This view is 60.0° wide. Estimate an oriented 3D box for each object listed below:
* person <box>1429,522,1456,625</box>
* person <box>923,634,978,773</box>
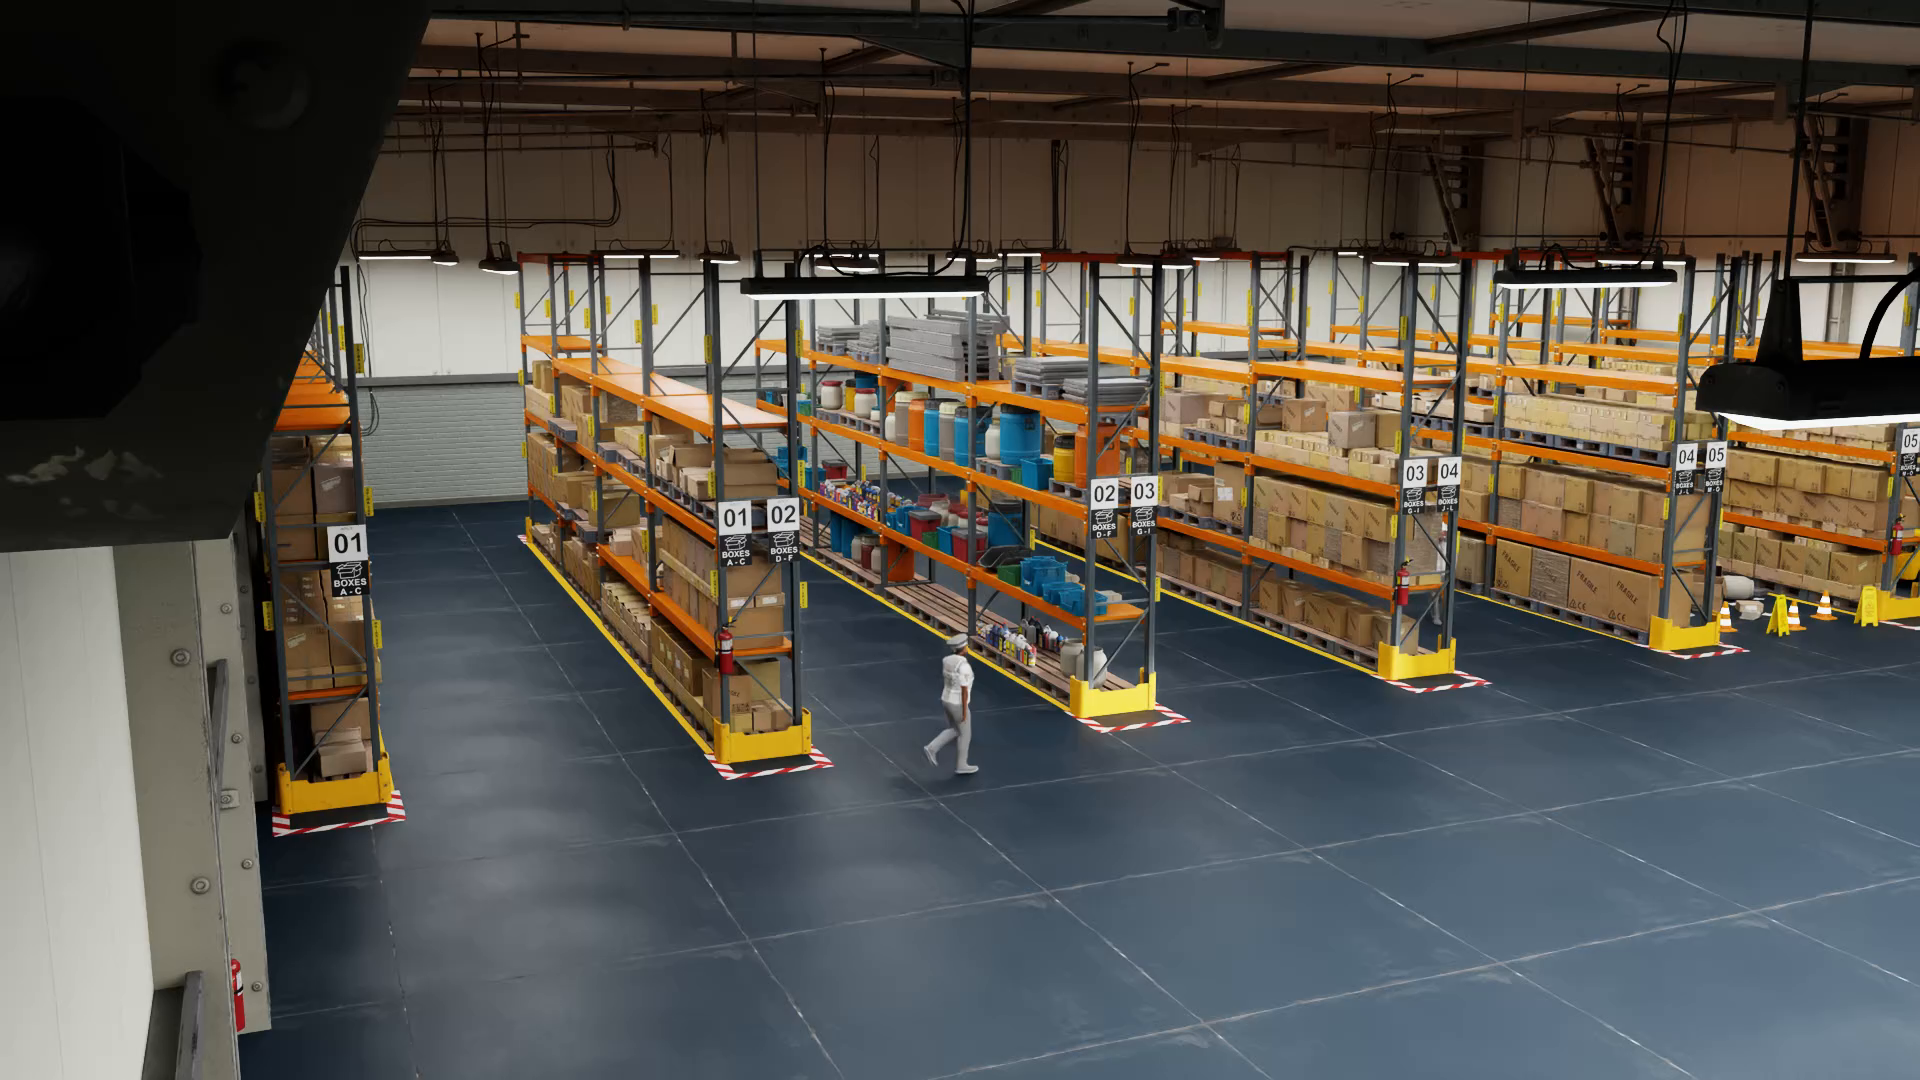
[{"bbox_3d":[7.859,0.501,27.486,0.598,1.747,0.700,-1,10,-3],"label":"person"},{"bbox_3d":[-0.084,1.947,19.680,0.596,1.668,0.440,-4,11,-22],"label":"person"}]
